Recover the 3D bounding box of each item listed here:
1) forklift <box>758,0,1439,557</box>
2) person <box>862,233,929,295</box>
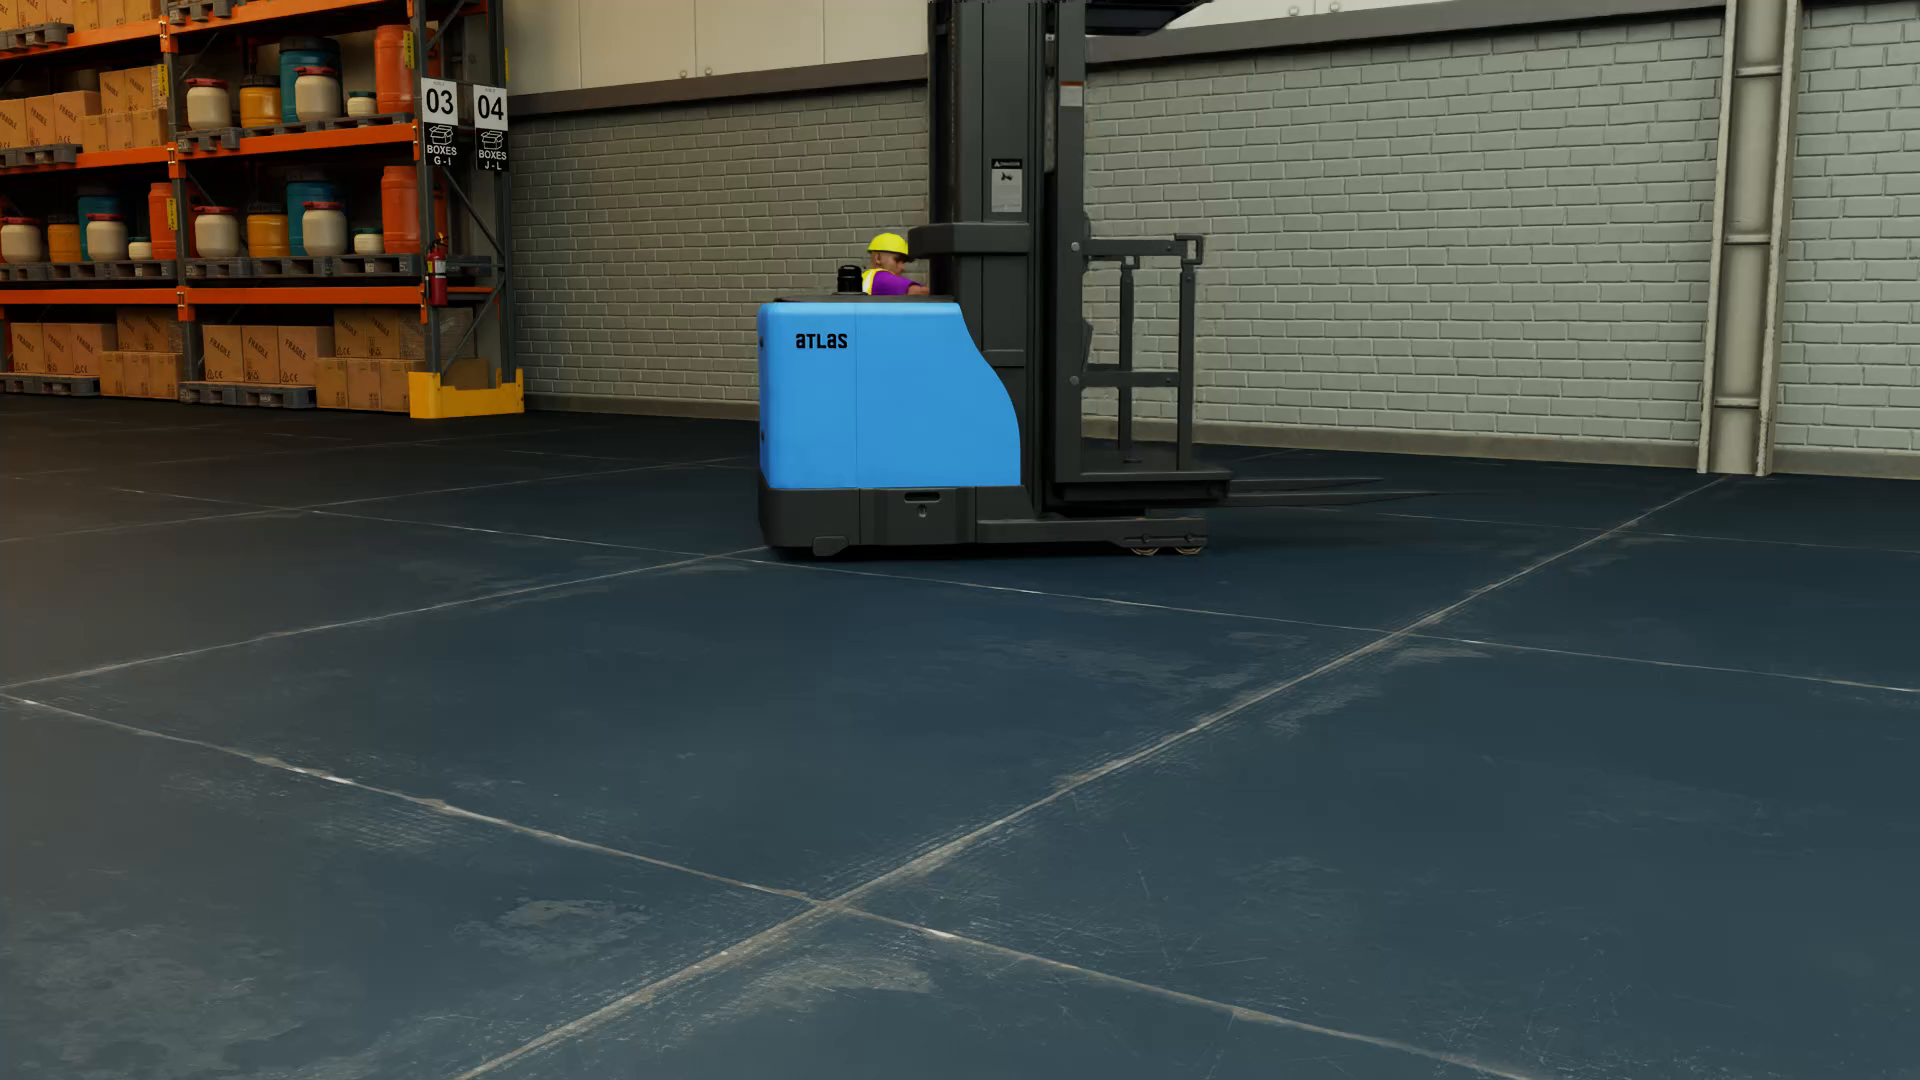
[{"bbox_3d":[0.620,-1.454,7.421,3.031,2.935,1.130,-1,8,-9],"label":"forklift"},{"bbox_3d":[-0.342,-1.030,9.637,0.837,1.478,0.992,6,10,36],"label":"person"}]
